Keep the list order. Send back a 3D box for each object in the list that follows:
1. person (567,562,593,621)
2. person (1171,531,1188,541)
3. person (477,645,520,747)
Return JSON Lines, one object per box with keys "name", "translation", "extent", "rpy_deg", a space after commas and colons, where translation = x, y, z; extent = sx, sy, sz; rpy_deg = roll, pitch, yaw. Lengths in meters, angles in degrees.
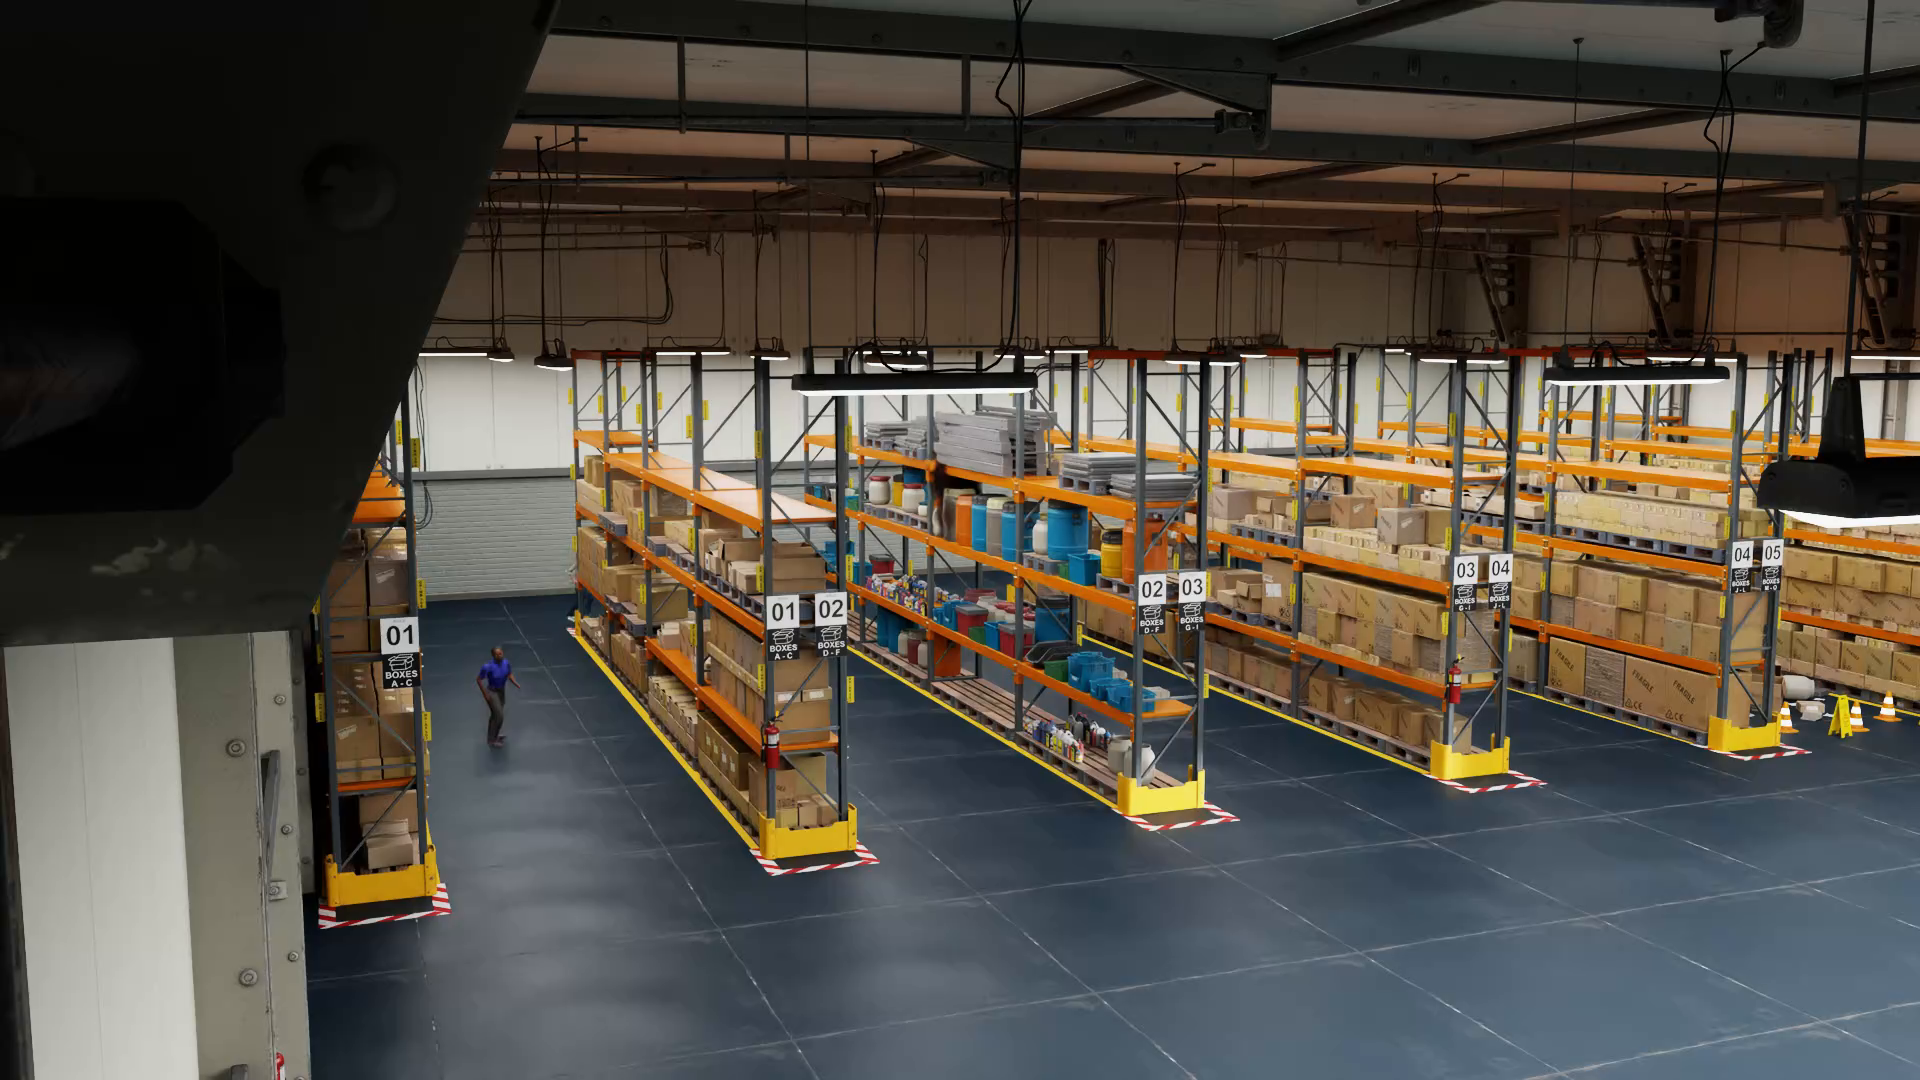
{"name": "person", "translation": [-8.255, 1.033, 36.273], "extent": [0.679, 1.622, 0.558], "rpy_deg": [1, 7, 10]}
{"name": "person", "translation": [5.305, 0.399, 40.762], "extent": [0.664, 1.796, 0.700], "rpy_deg": [6, 9, 38]}
{"name": "person", "translation": [-7.109, 2.387, 25.658], "extent": [0.770, 1.599, 0.623], "rpy_deg": [3, 8, 22]}
